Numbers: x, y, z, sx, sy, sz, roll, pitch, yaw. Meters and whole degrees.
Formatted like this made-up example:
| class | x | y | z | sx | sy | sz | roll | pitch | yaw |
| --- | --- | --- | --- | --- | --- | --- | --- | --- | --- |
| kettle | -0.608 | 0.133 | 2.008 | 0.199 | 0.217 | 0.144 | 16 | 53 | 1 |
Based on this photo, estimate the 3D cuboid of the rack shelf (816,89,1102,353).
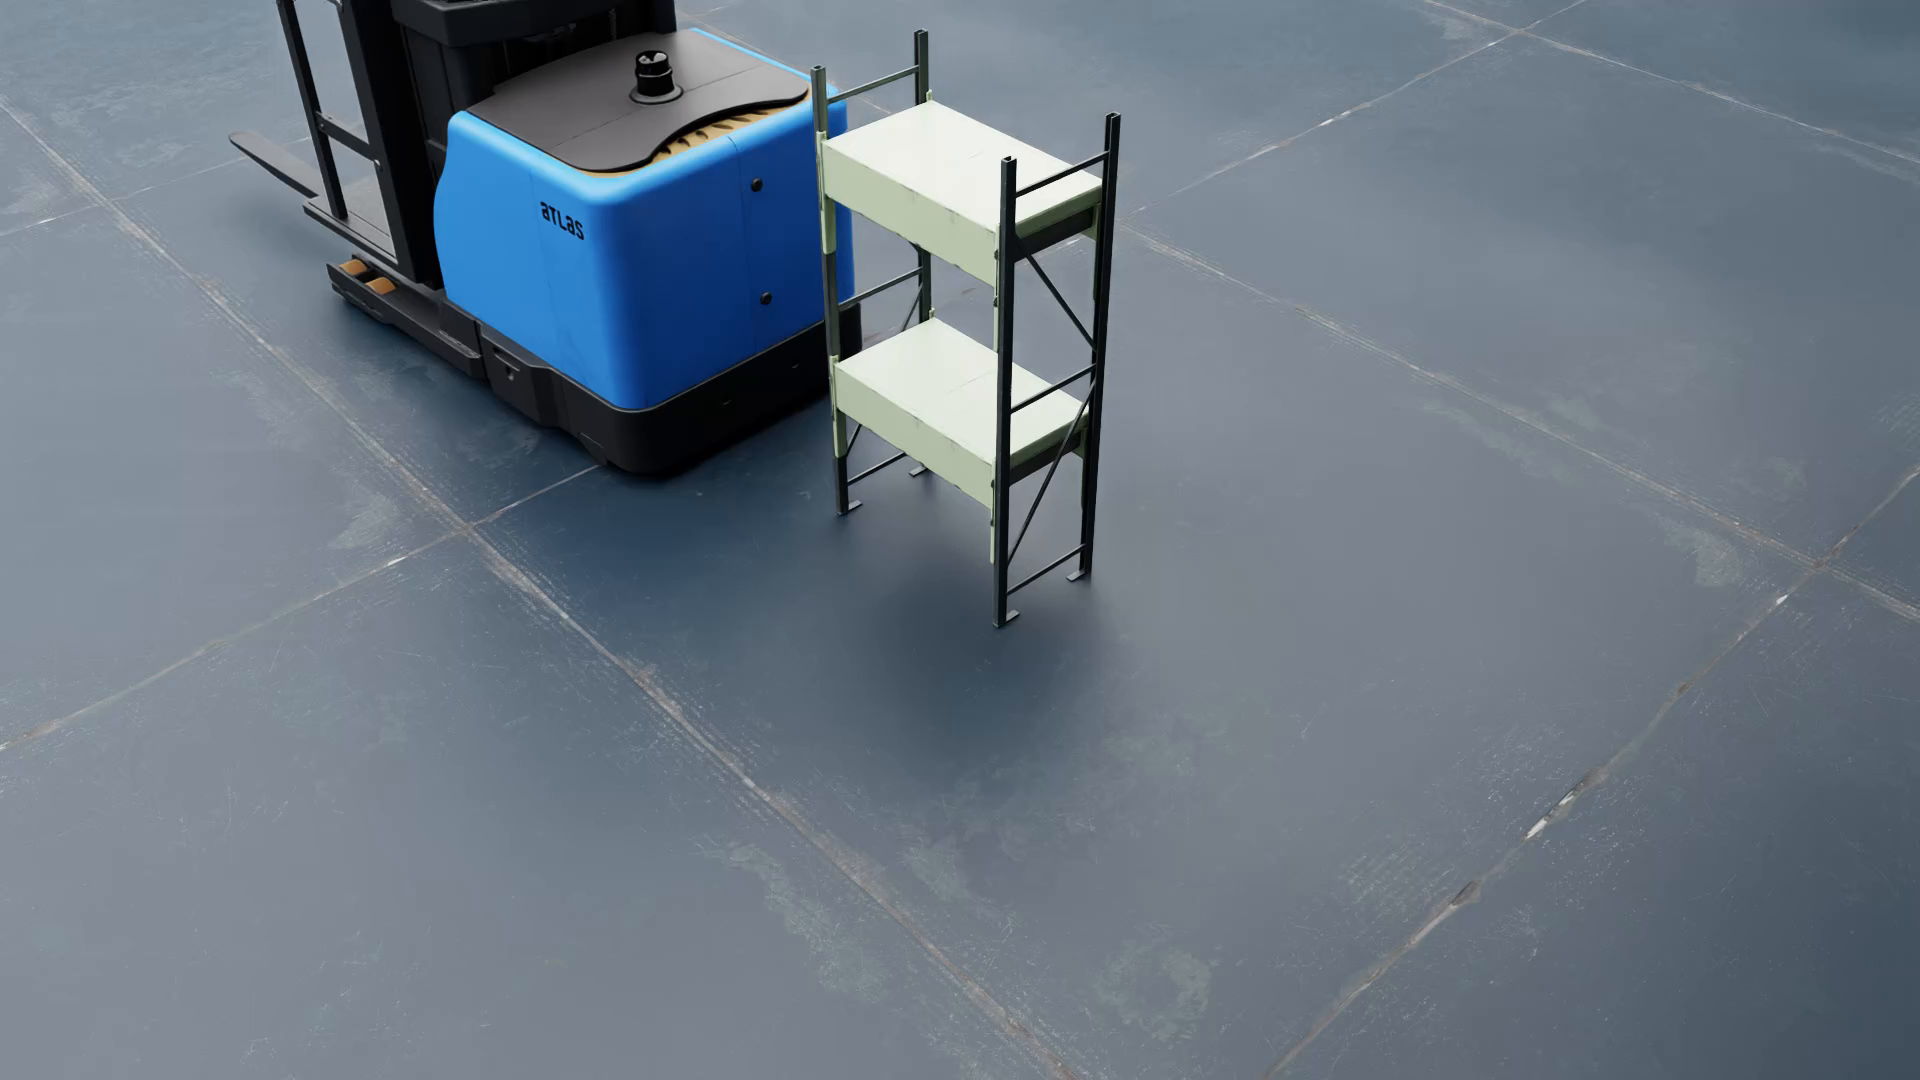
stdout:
| class | x | y | z | sx | sy | sz | roll | pitch | yaw |
| --- | --- | --- | --- | --- | --- | --- | --- | --- | --- |
| rack shelf | 0.005 | -0.884 | 4.530 | 0.431 | 0.370 | 0.720 | -30 | 48 | -32 |

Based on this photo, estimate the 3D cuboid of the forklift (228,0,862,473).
| class | x | y | z | sx | sy | sz | roll | pitch | yaw |
| --- | --- | --- | --- | --- | --- | --- | --- | --- | --- |
| forklift | -1.762 | -2.169 | 5.603 | 3.031 | 2.935 | 1.130 | 31 | 48 | 33 |

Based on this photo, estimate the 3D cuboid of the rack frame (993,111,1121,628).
| class | x | y | z | sx | sy | sz | roll | pitch | yaw |
| --- | --- | --- | --- | --- | --- | --- | --- | --- | --- |
| rack frame | 0.252 | -0.411 | 4.565 | 0.400 | 1.500 | 0.023 | -30 | 48 | -32 |

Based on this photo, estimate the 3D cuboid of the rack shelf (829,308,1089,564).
| class | x | y | z | sx | sy | sz | roll | pitch | yaw |
| --- | --- | --- | --- | --- | --- | --- | --- | --- | --- |
| rack shelf | 0.005 | -0.327 | 4.980 | 0.431 | 0.370 | 0.720 | -30 | 48 | -32 |

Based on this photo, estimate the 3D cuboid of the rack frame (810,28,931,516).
| class | x | y | z | sx | sy | sz | roll | pitch | yaw |
| --- | --- | --- | --- | --- | --- | --- | --- | --- | --- |
| rack frame | -0.243 | -0.750 | 4.985 | 0.400 | 1.500 | 0.023 | -30 | 48 | -32 |

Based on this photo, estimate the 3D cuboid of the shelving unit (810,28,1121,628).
| class | x | y | z | sx | sy | sz | roll | pitch | yaw |
| --- | --- | --- | --- | --- | --- | --- | --- | --- | --- |
| shelving unit | 0.005 | -0.580 | 4.775 | 0.431 | 1.500 | 0.755 | -30 | 48 | -32 |
